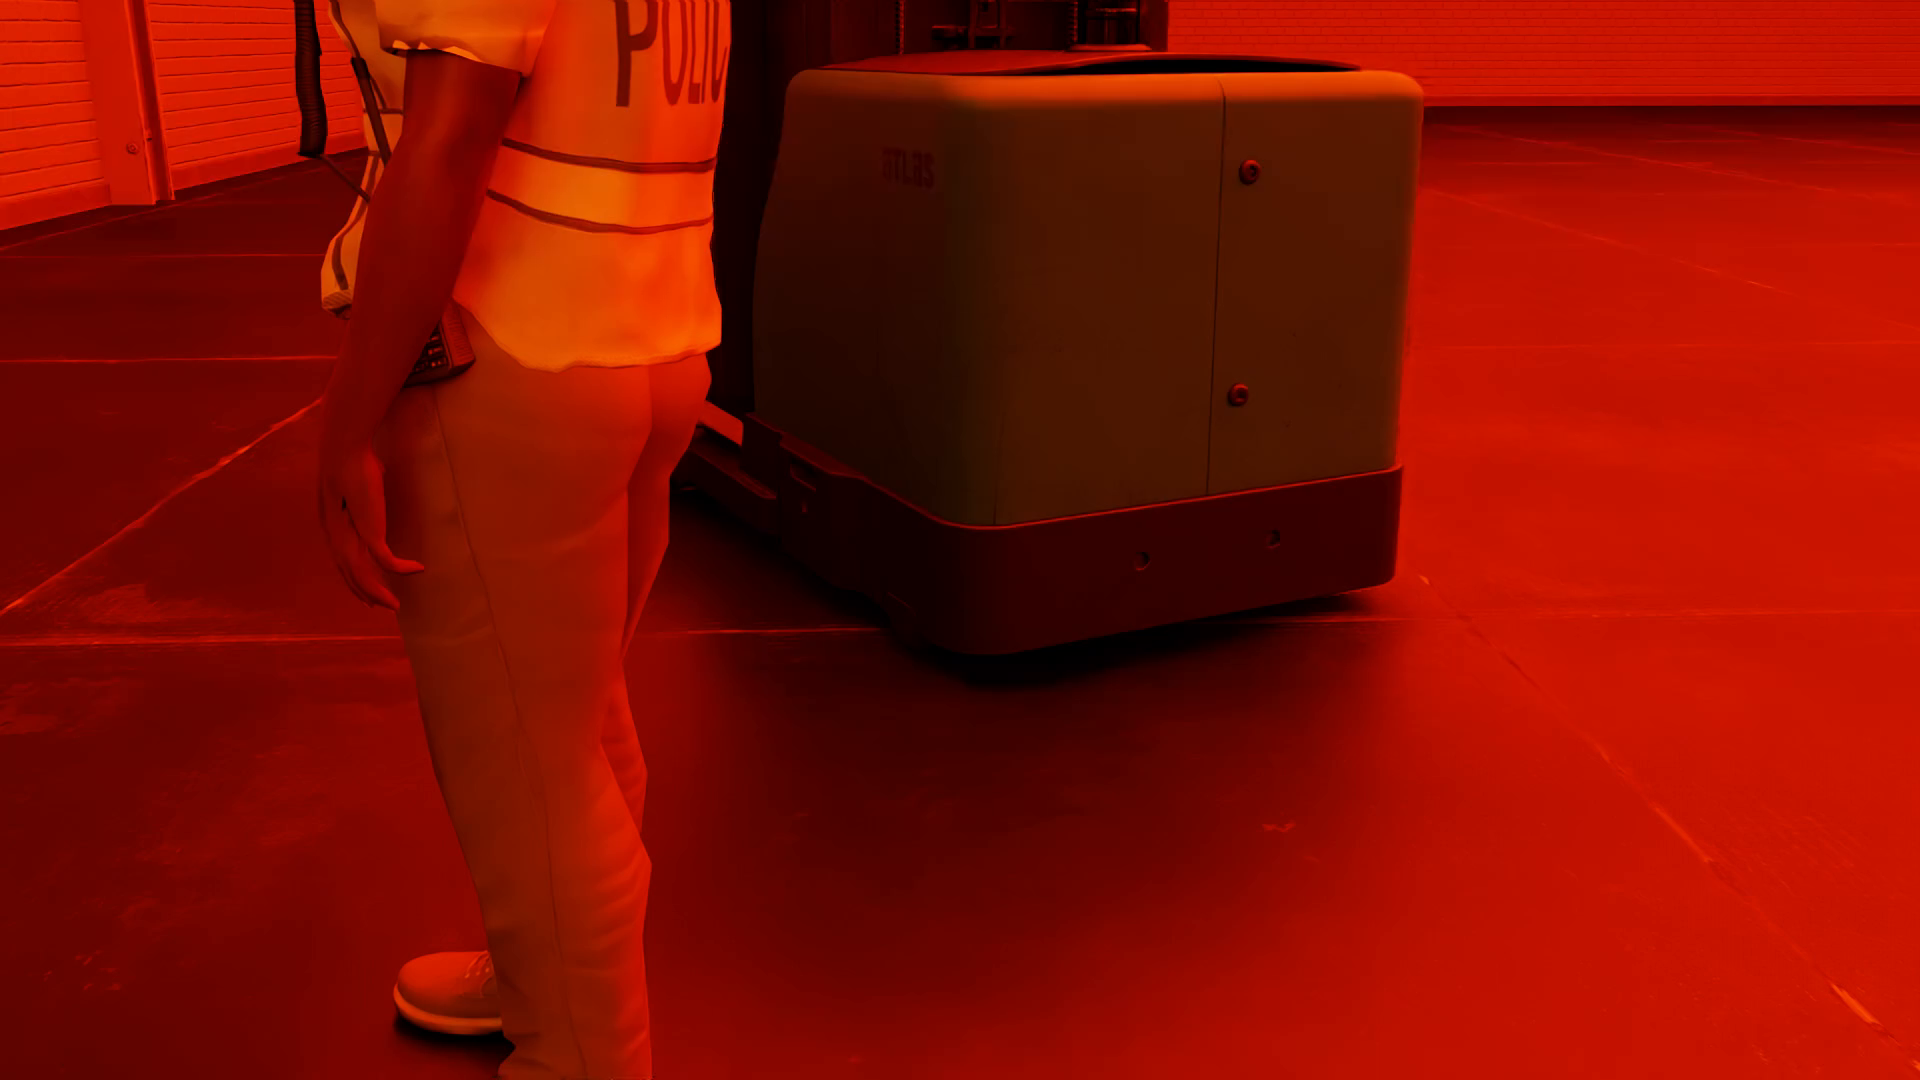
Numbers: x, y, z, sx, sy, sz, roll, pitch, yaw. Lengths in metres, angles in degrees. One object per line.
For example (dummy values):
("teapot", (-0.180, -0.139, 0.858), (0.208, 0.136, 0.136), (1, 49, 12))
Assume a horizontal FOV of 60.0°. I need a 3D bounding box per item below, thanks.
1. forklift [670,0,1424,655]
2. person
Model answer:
("forklift", (-0.217, -1.578, 4.066), (1.130, 2.935, 3.031), (-8, 19, -26))
("person", (-0.464, -0.166, 1.544), (0.530, 1.696, 0.563), (3, 17, 9))
